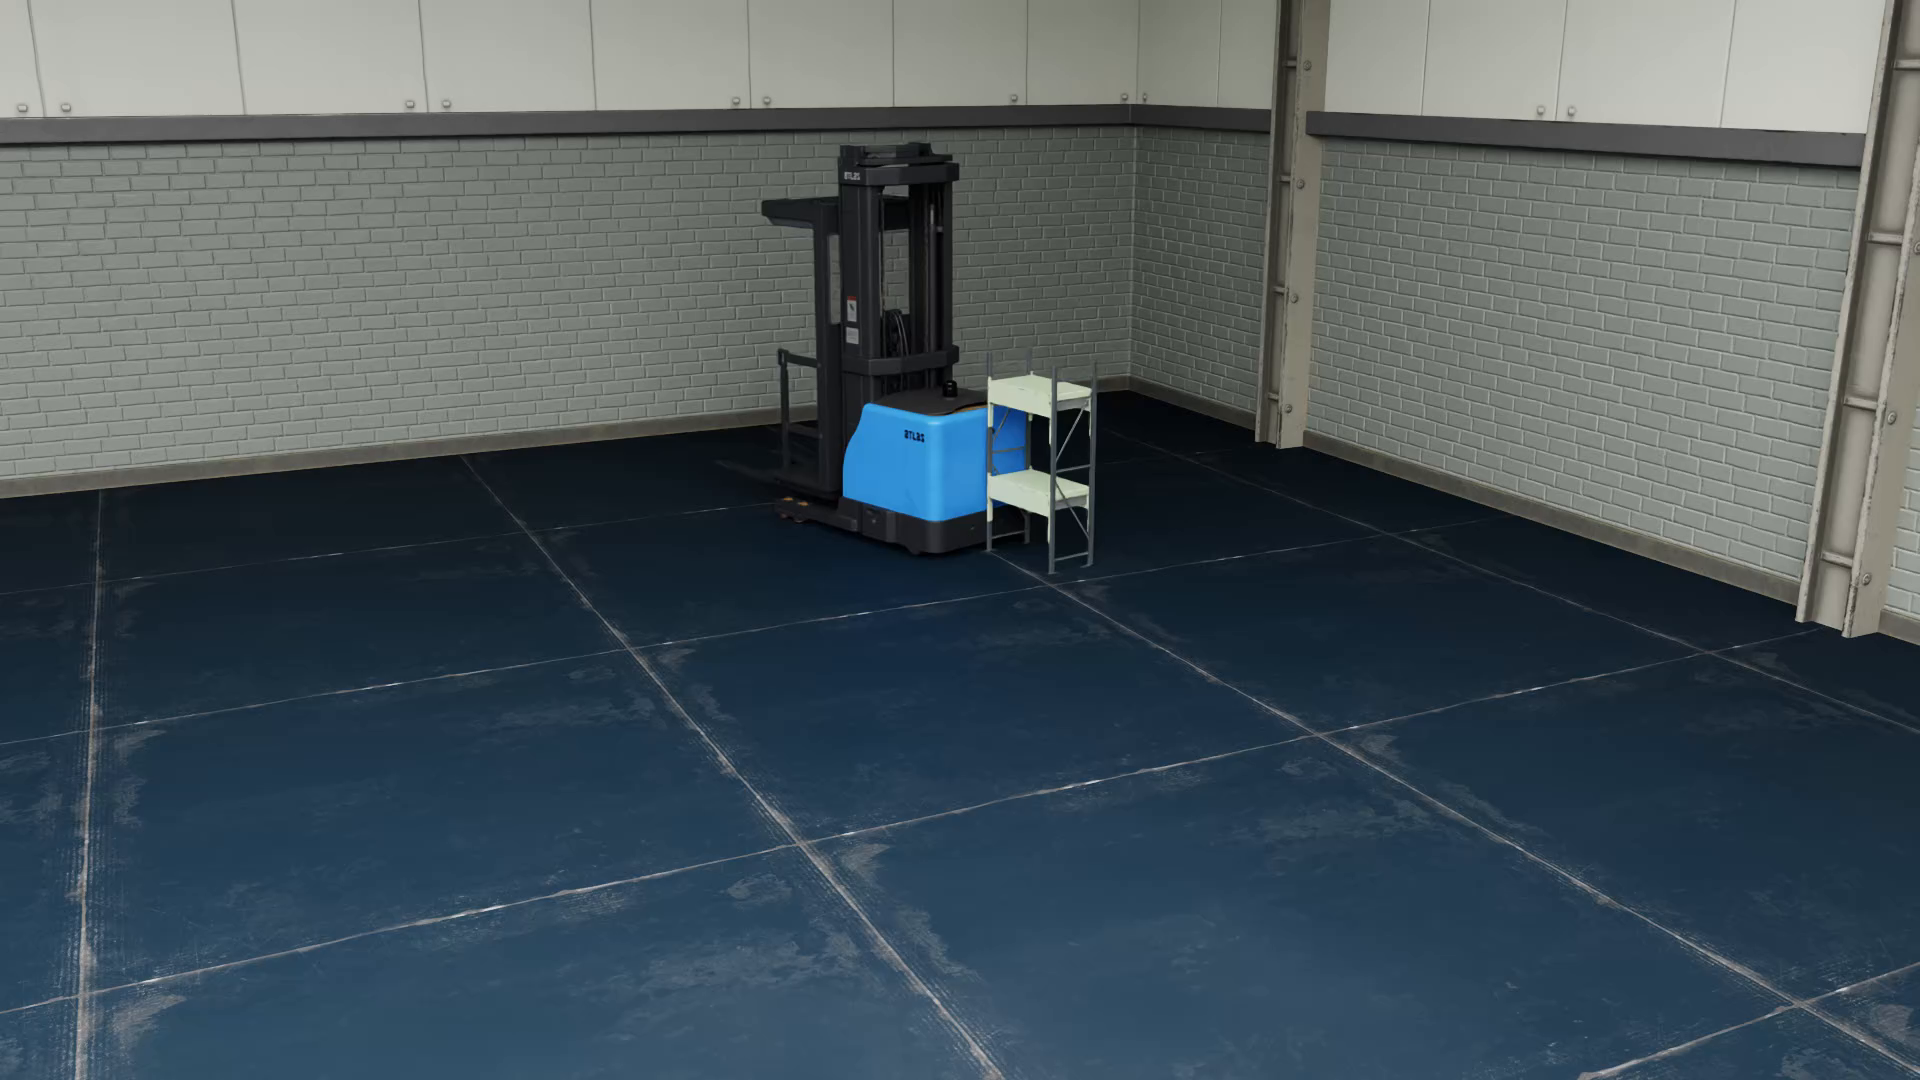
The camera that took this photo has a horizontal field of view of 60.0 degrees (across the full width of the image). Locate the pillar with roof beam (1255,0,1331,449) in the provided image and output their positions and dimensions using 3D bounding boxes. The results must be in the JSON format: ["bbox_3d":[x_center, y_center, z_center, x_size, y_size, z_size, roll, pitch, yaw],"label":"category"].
[{"bbox_3d":[-0.794,-4.737,12.943,9.100,9.000,0.400,-8,18,-25],"label":"pillar with roof beam"}]

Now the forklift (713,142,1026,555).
[{"bbox_3d":[-0.840,-1.631,13.122,1.130,2.935,3.031,-15,22,-41],"label":"forklift"}]

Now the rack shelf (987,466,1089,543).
[{"bbox_3d":[0.582,-0.270,12.154,0.431,0.370,0.720,-12,20,-35],"label":"rack shelf"}]

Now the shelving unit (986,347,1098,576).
[{"bbox_3d":[0.582,-0.583,12.064,0.431,1.500,0.755,-12,20,-35],"label":"shelving unit"}]

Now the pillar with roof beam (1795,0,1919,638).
[{"bbox_3d":[1.835,-3.249,7.759,9.100,9.000,0.400,-8,18,-25],"label":"pillar with roof beam"}]

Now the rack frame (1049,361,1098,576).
[{"bbox_3d":[0.801,-0.502,11.782,0.400,1.500,0.023,-12,20,-35],"label":"rack frame"}]

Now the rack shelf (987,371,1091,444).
[{"bbox_3d":[0.582,-0.958,11.956,0.431,0.370,0.720,-12,20,-35],"label":"rack shelf"}]

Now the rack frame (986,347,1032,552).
[{"bbox_3d":[0.364,-0.664,12.346,0.400,1.500,0.023,-12,20,-35],"label":"rack frame"}]
